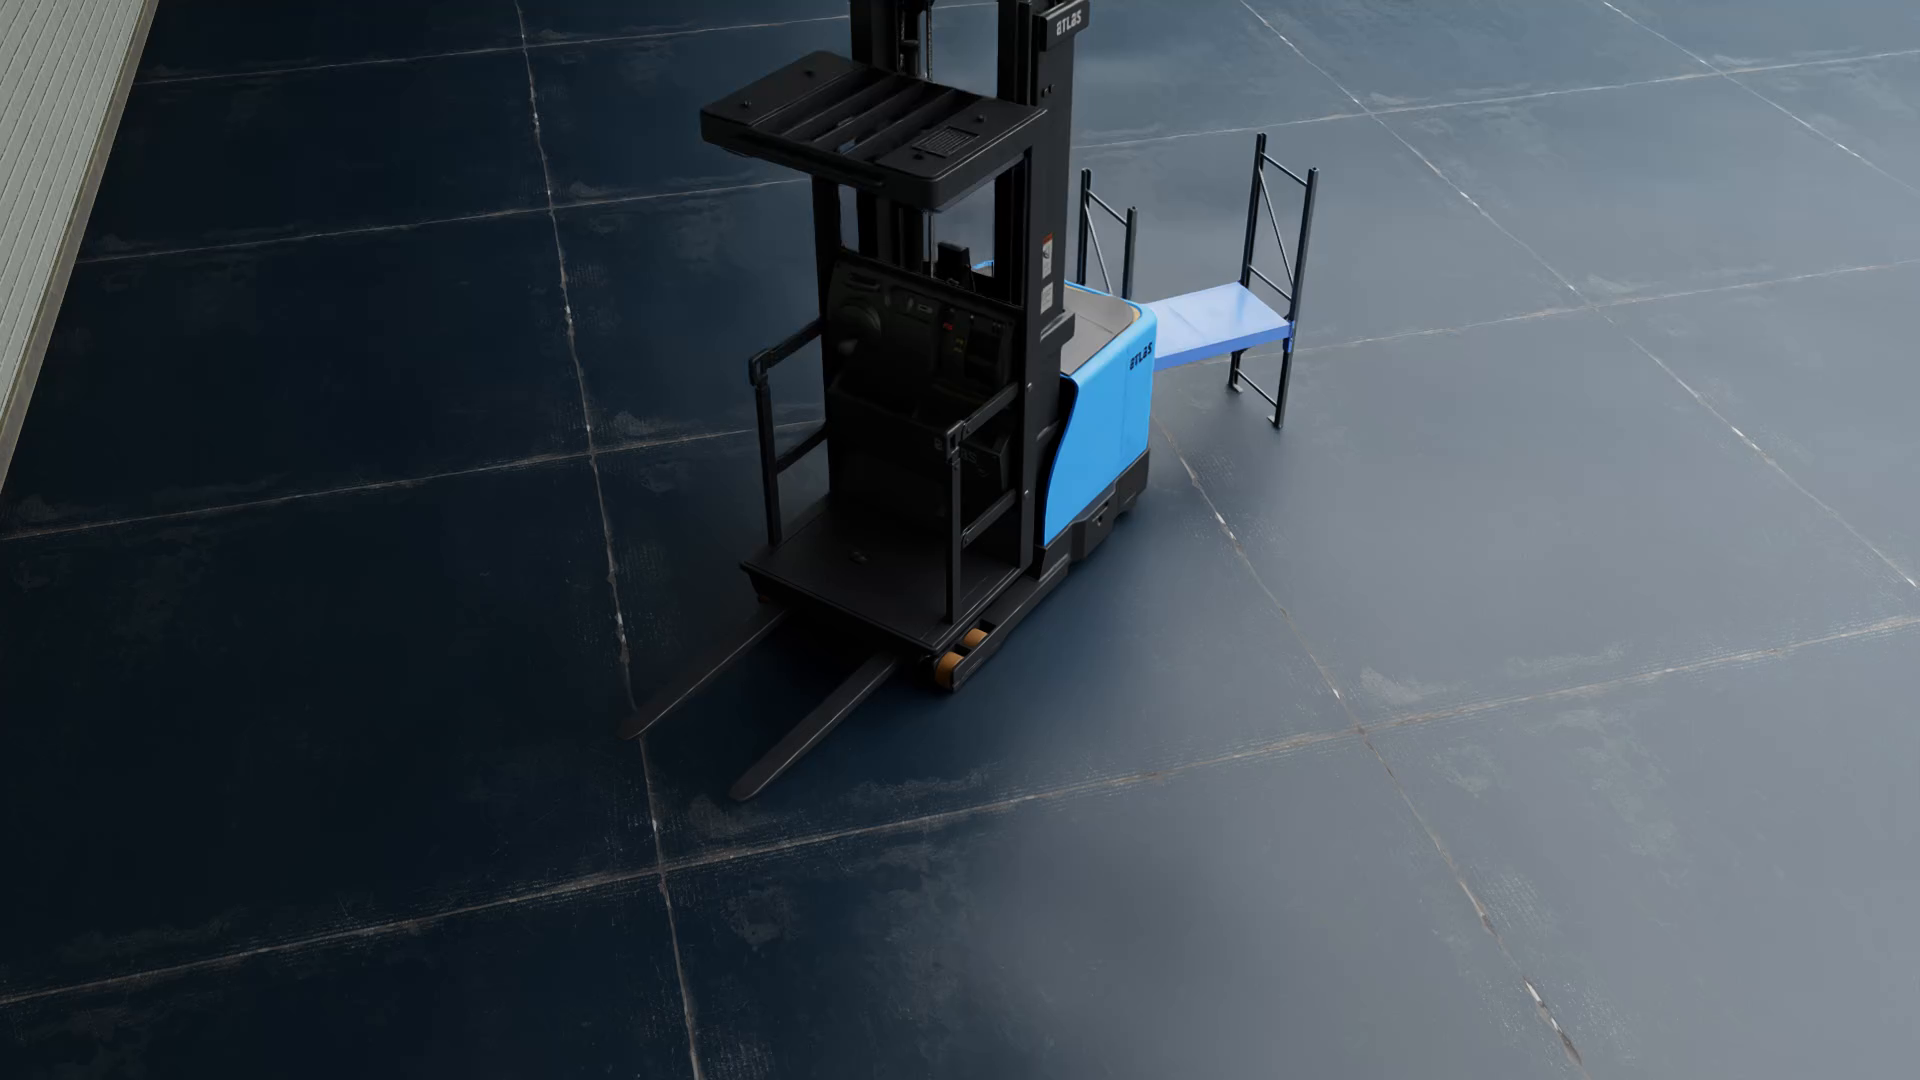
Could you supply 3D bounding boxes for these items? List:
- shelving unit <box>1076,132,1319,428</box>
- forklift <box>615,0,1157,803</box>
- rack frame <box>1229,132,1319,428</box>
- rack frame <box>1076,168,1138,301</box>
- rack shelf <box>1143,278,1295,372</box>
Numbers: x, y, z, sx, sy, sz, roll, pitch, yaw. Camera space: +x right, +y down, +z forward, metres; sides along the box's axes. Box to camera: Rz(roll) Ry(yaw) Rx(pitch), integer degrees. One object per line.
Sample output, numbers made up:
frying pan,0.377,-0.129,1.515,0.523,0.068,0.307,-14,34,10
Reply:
shelving unit,1.175,-1.215,8.584,1.048,1.500,0.538,-16,40,-20
forklift,-0.290,-0.833,6.906,1.130,2.935,3.031,22,43,27
rack frame,1.636,-1.346,8.754,0.032,1.500,0.500,-16,40,-20
rack frame,0.714,-1.085,8.413,0.032,1.500,0.500,-16,40,-20
rack shelf,1.175,-1.073,8.693,1.000,0.185,0.538,-16,40,-20
